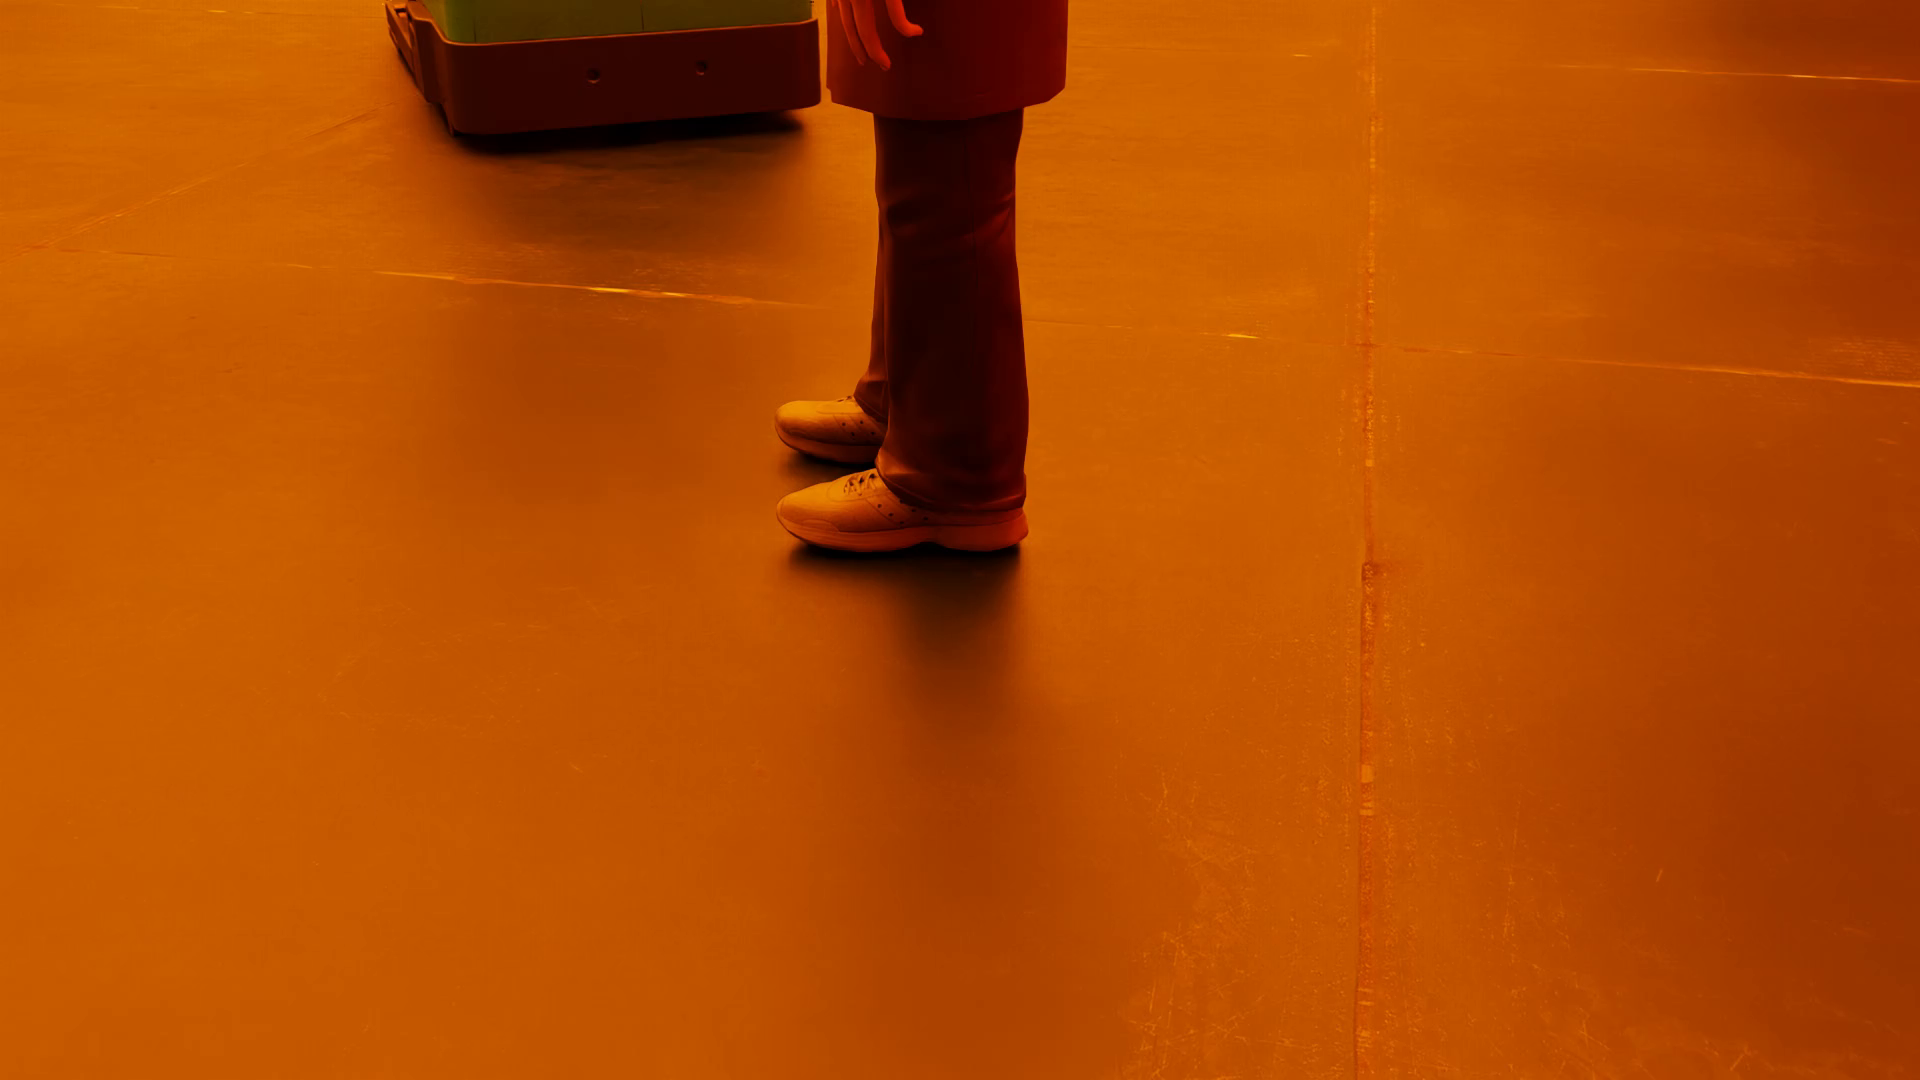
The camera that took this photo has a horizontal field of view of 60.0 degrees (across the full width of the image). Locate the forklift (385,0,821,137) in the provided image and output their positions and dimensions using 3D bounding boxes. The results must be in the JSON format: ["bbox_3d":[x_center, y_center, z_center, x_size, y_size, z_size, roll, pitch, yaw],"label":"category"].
[{"bbox_3d":[-1.425,-3.053,5.297,1.130,2.935,3.031,-10,29,-19],"label":"forklift"}]

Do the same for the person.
[{"bbox_3d":[-0.089,-0.811,2.117,0.579,1.778,0.698,6,27,11],"label":"person"}]
